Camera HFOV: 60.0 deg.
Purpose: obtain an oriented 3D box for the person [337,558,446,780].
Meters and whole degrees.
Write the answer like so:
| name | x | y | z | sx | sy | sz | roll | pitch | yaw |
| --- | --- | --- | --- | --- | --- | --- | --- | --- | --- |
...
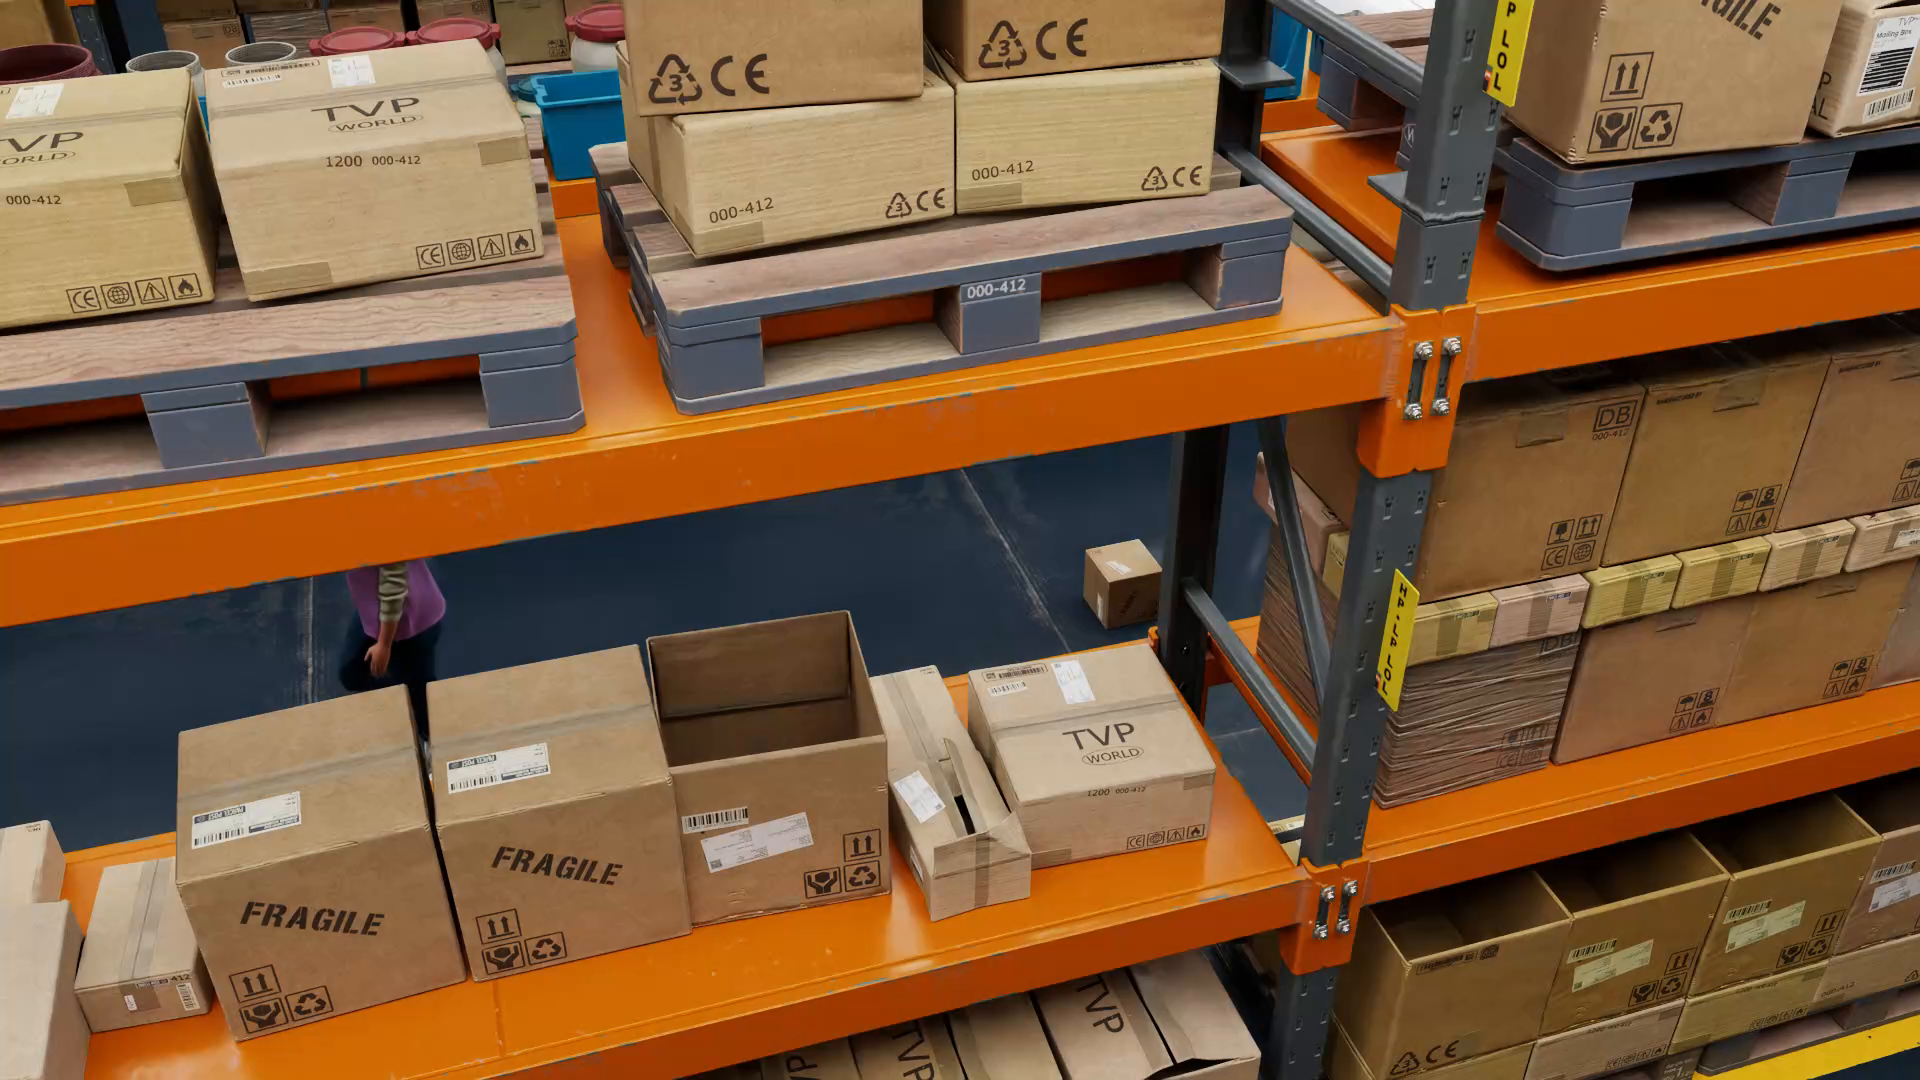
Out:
| name | x | y | z | sx | sy | sz | roll | pitch | yaw |
| --- | --- | --- | --- | --- | --- | --- | --- | --- | --- |
| person | -1.970 | 0.269 | 5.719 | 0.402 | 1.600 | 0.414 | -15 | 37 | -21 |
